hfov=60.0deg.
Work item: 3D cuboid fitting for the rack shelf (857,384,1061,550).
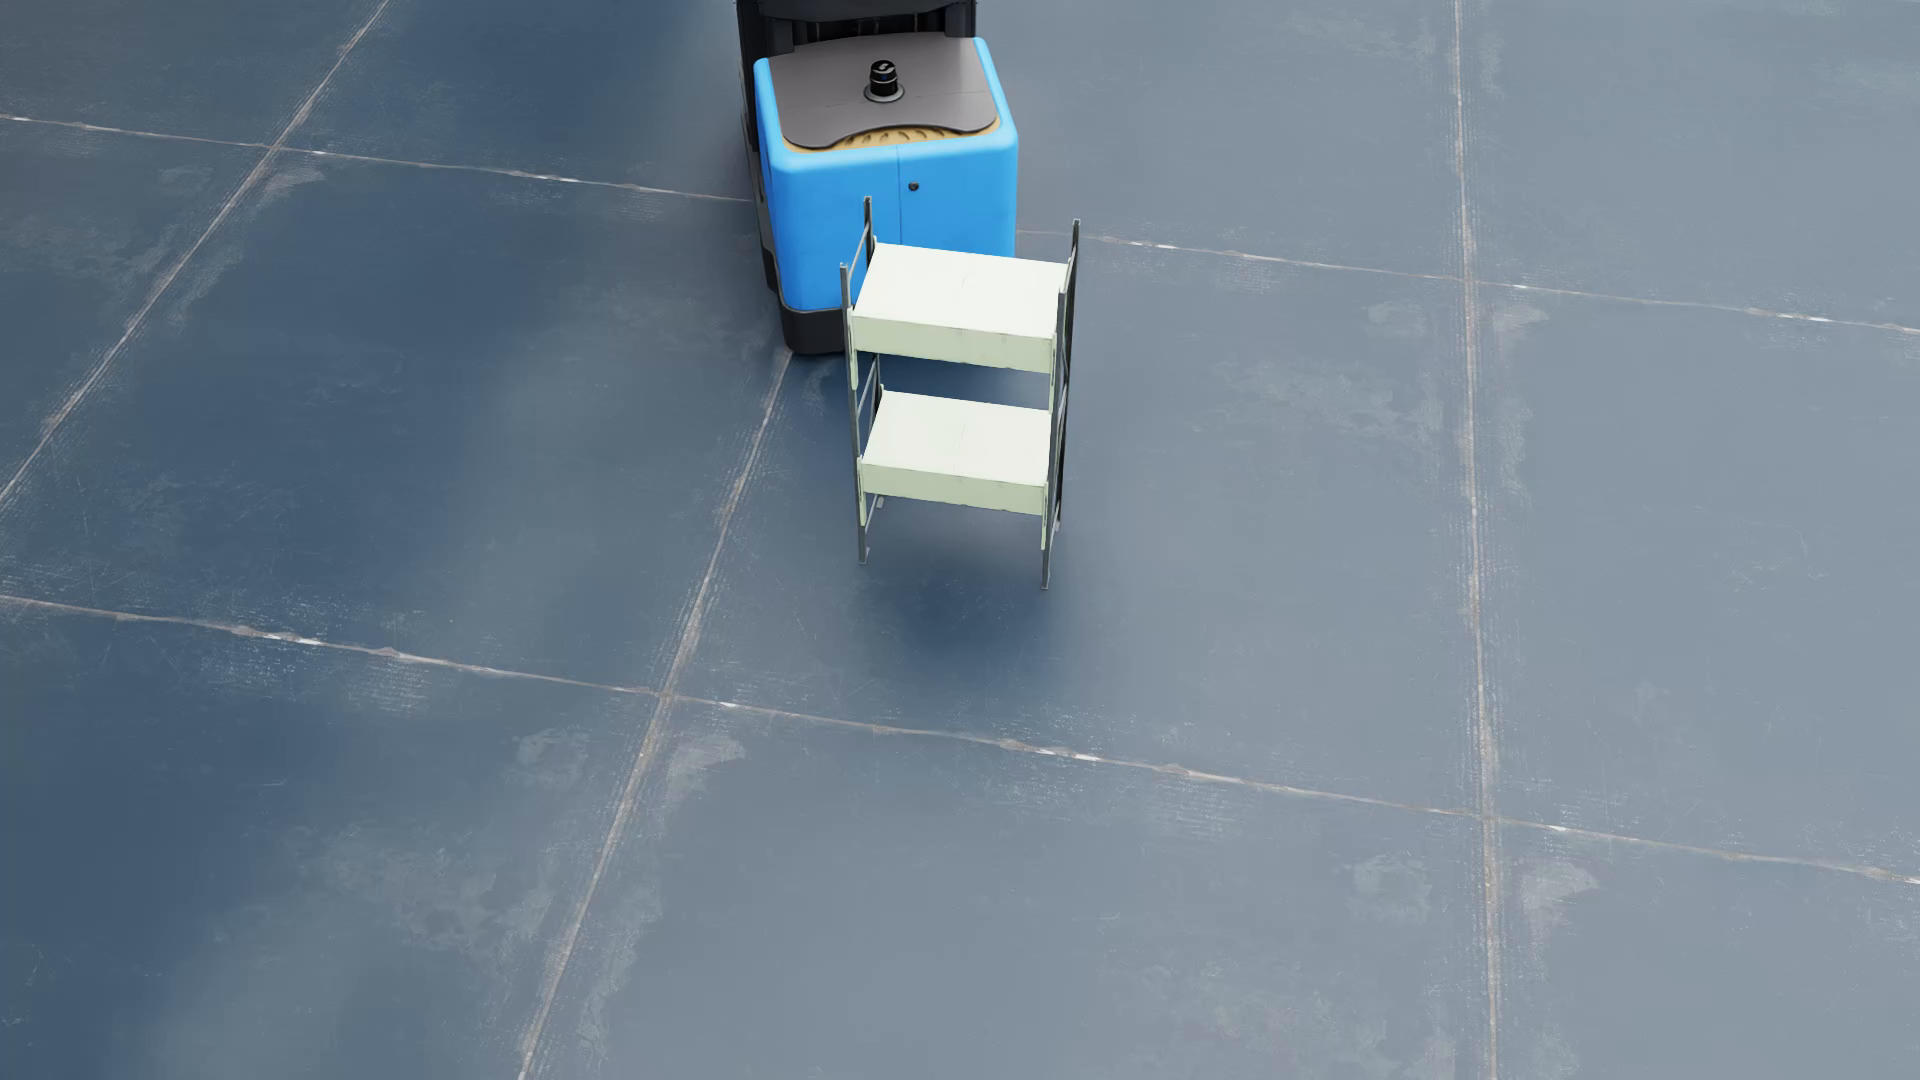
[{"bbox_3d":[0.007,-0.283,6.406,0.720,0.370,0.431,8,49,7],"label":"rack shelf"}]

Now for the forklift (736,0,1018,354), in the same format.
[{"bbox_3d":[-0.514,-2.918,7.373,1.130,2.935,3.031,-8,49,-7],"label":"forklift"}]

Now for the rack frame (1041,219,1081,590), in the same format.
[{"bbox_3d":[0.367,-0.452,6.120,0.023,1.500,0.400,8,49,7],"label":"rack frame"}]

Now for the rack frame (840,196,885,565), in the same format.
[{"bbox_3d":[-0.354,-0.549,6.207,0.023,1.500,0.400,8,49,7],"label":"rack frame"}]

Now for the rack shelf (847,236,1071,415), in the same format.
[{"bbox_3d":[0.007,-0.761,5.873,0.720,0.370,0.431,8,49,7],"label":"rack shelf"}]

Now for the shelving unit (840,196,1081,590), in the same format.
[{"bbox_3d":[0.007,-0.500,6.163,0.755,1.500,0.431,8,49,7],"label":"shelving unit"}]
